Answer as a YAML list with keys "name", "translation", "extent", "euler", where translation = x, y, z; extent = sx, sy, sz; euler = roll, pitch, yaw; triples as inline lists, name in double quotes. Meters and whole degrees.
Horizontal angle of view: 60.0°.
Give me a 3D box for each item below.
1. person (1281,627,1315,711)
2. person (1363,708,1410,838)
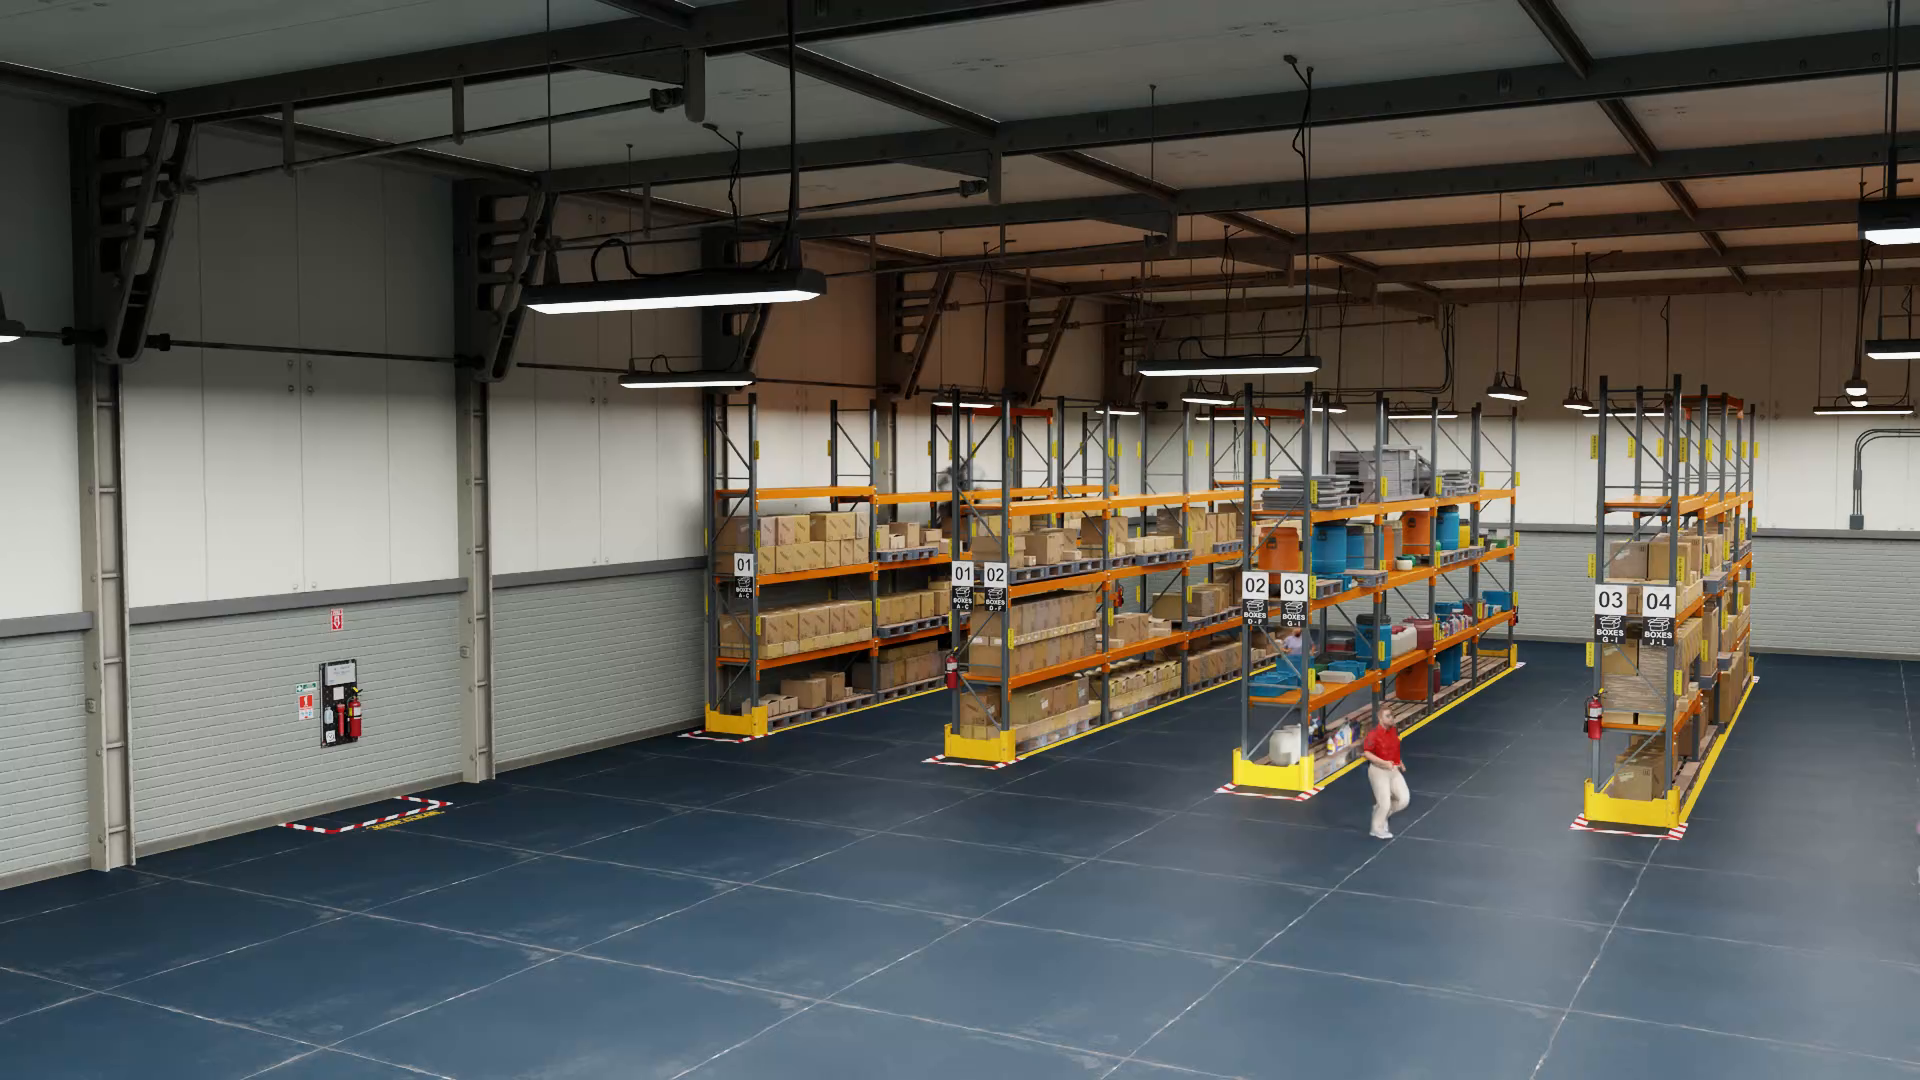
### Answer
- name: "person"
  translation: [6.520, 2.467, 32.163]
  extent: [0.637, 1.548, 0.907]
  euler: [1, 3, 22]
- name: "person"
  translation: [5.504, 2.999, 21.342]
  extent: [0.638, 1.681, 0.564]
  euler: [-2, 4, -33]
